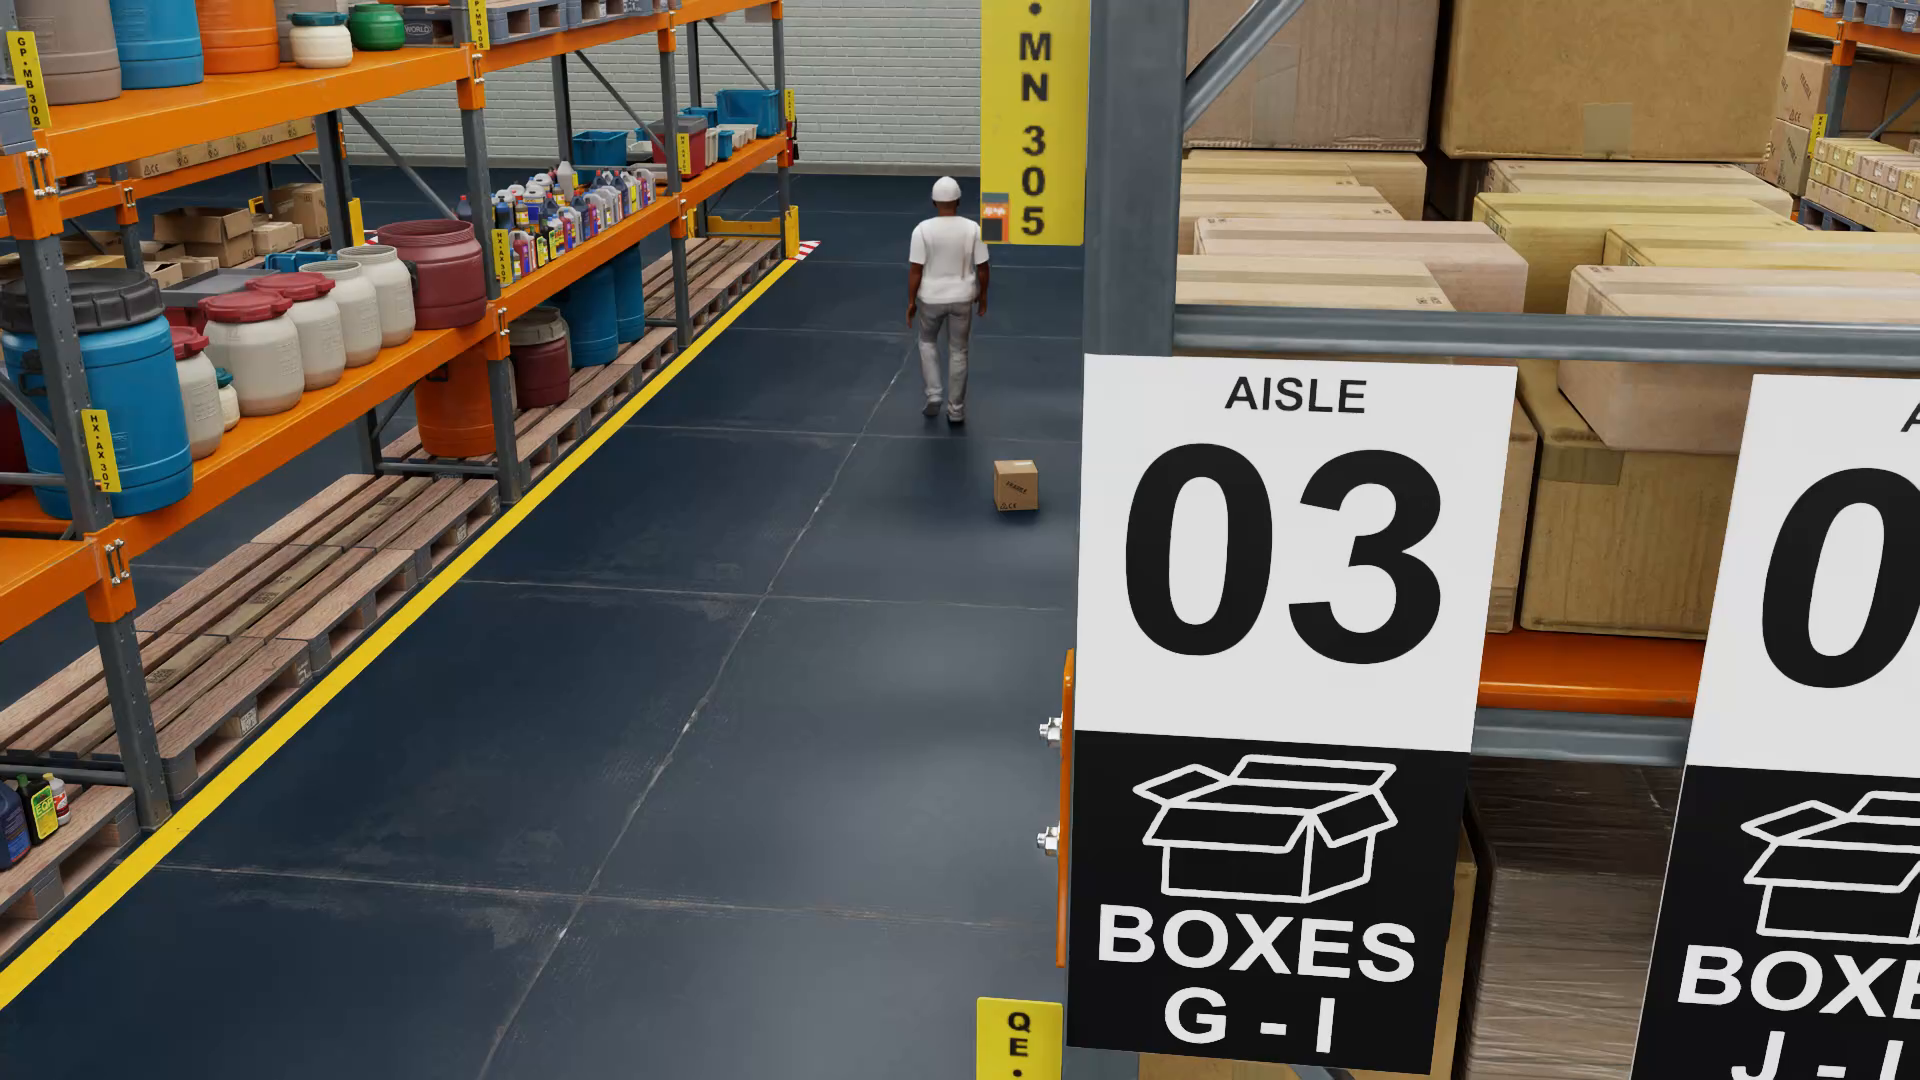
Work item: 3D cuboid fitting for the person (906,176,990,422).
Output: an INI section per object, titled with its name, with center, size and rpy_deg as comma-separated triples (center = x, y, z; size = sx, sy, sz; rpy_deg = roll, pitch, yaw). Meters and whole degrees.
[person]
center = -0.093, -1.728, 12.060
size = 0.611, 1.818, 0.515
rpy_deg = -1, 21, -4
